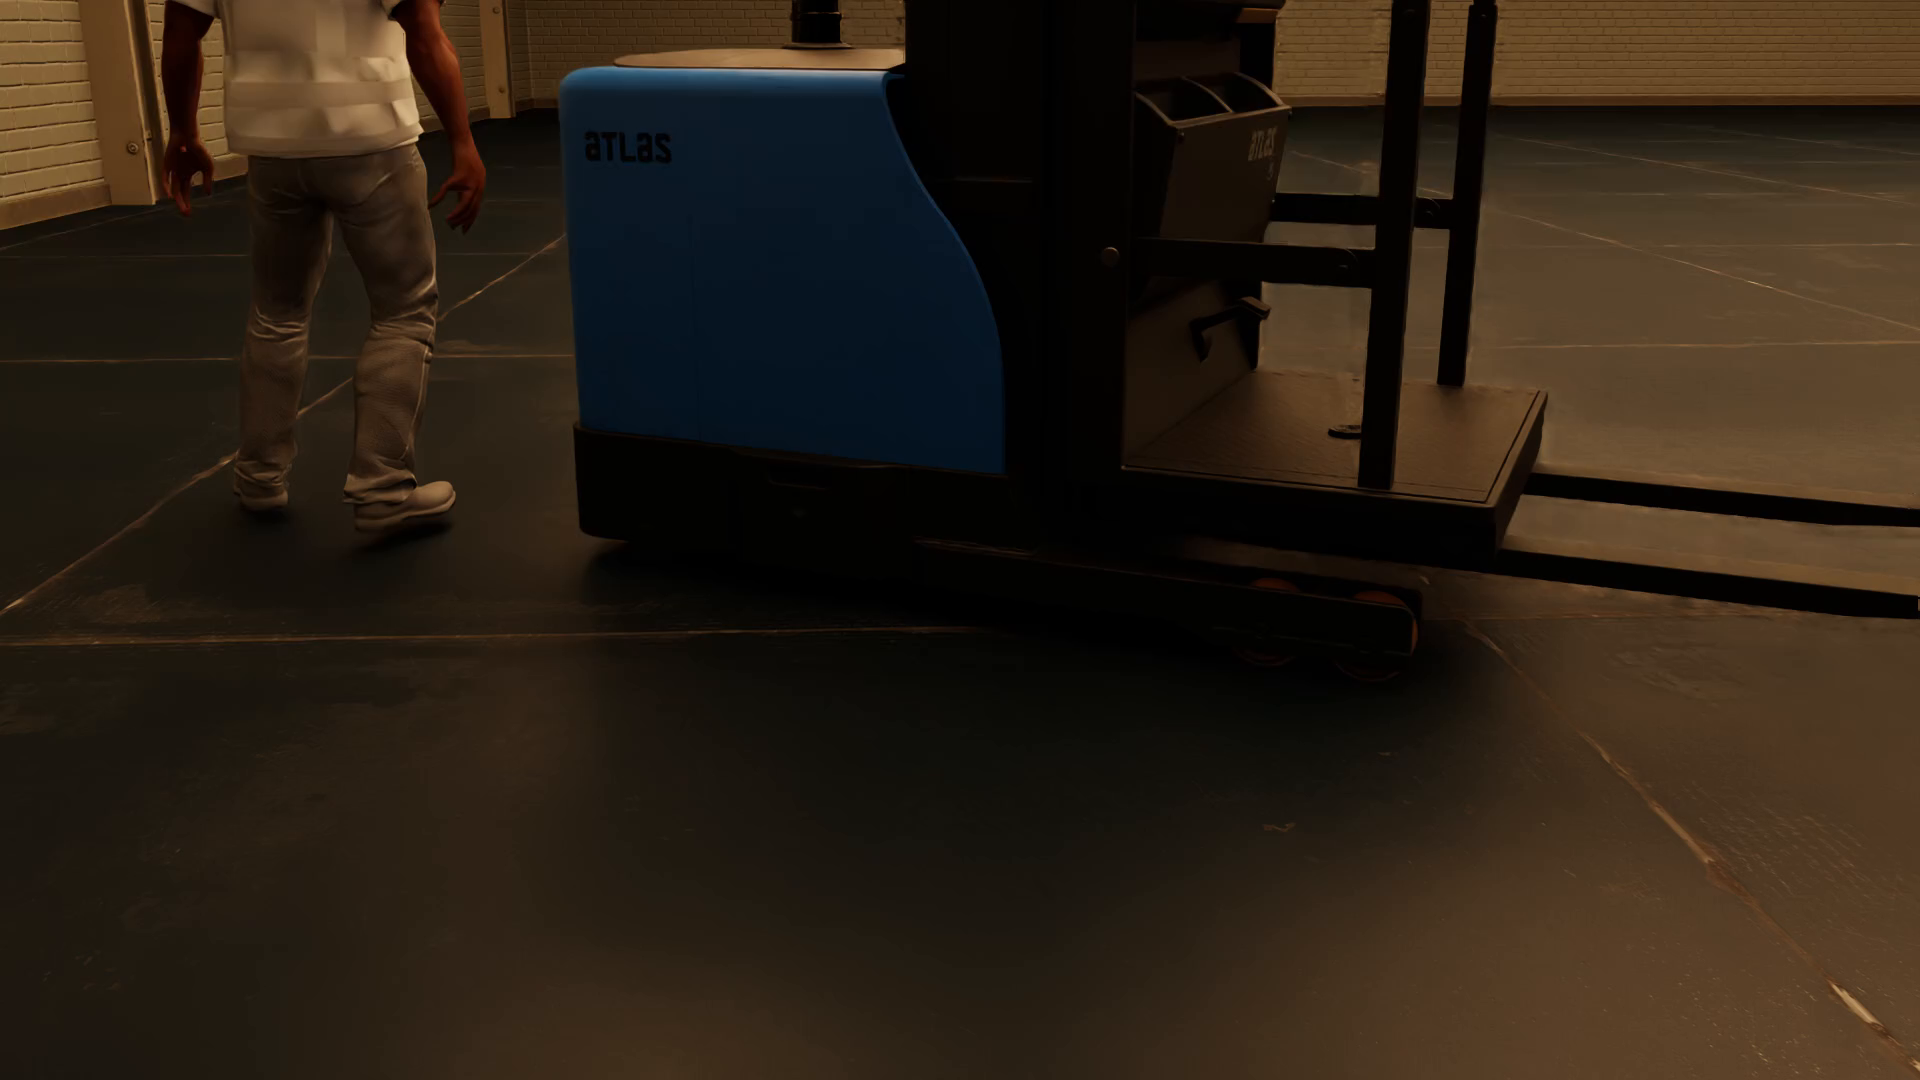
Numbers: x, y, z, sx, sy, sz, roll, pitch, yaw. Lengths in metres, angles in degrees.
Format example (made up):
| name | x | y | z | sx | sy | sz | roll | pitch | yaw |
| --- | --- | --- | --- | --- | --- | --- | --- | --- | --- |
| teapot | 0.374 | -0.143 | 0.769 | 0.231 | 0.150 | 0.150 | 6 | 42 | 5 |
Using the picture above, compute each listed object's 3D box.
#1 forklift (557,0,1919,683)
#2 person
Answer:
| name | x | y | z | sx | sy | sz | roll | pitch | yaw |
| --- | --- | --- | --- | --- | --- | --- | --- | --- | --- |
| forklift | 0.701 | -1.316 | 3.209 | 3.031 | 2.935 | 1.130 | 7 | 18 | 22 |
| person | -1.429 | -0.906 | 3.786 | 0.866 | 1.732 | 0.438 | 4 | 18 | 13 |
